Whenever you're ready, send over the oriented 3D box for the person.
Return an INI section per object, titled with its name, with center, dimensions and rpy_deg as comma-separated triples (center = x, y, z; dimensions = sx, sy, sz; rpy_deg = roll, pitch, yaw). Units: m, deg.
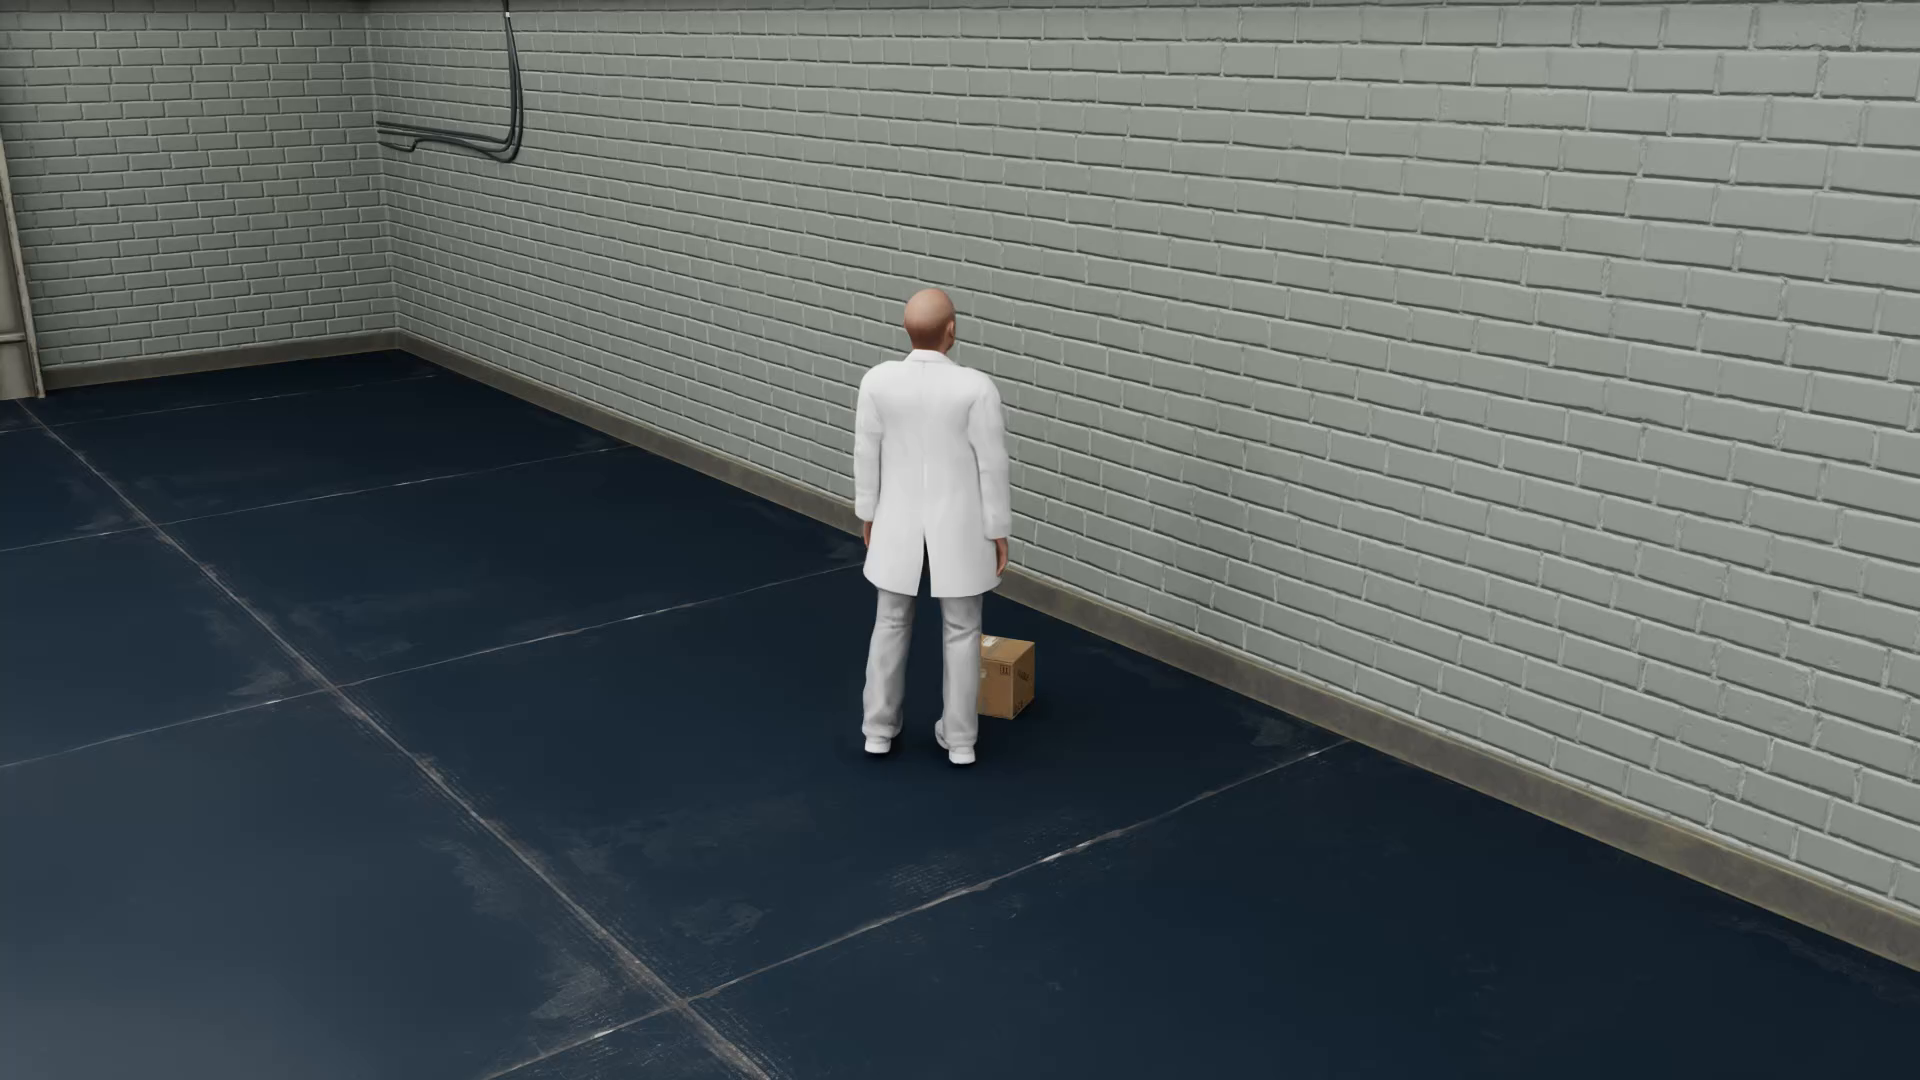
[person]
center = -0.095, -0.051, 6.187
dimensions = 0.628, 1.792, 0.396
rpy_deg = 4, 18, 14
